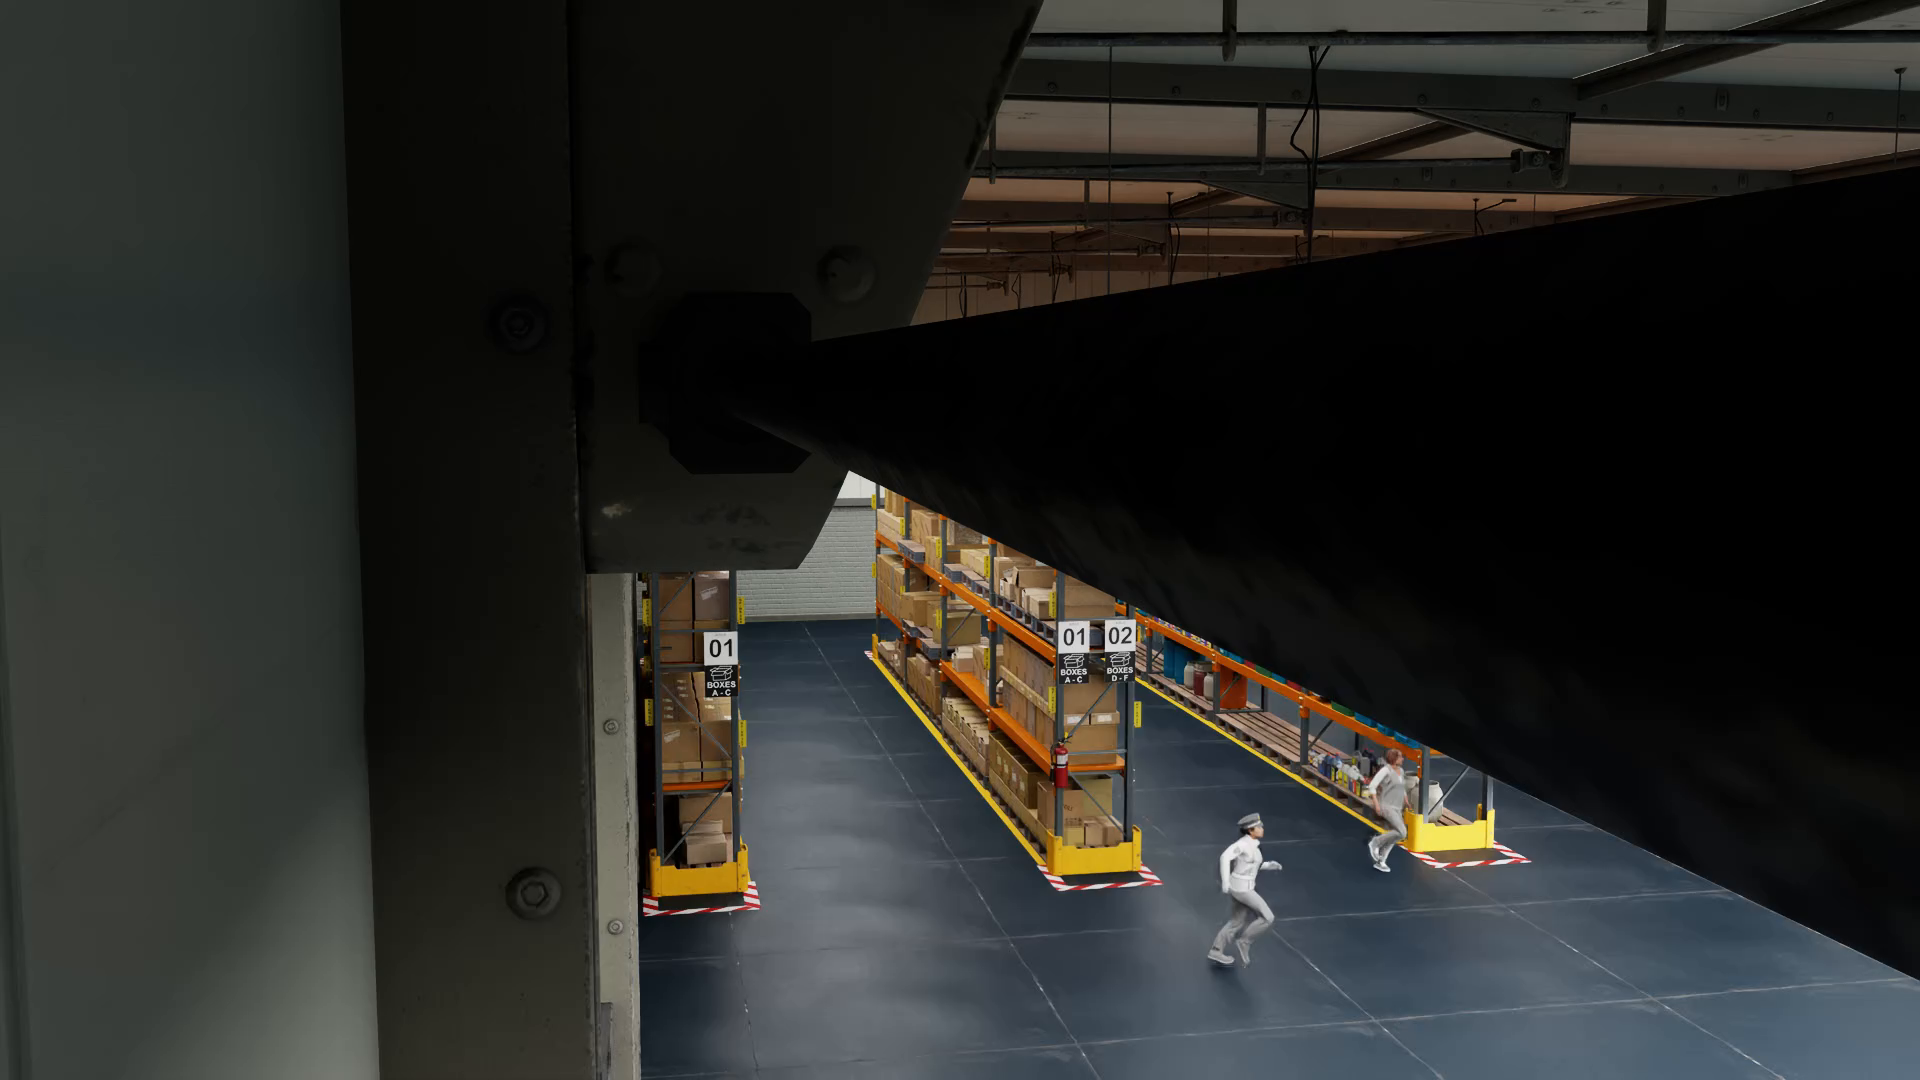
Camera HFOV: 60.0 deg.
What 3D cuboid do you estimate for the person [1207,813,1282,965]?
[{"bbox_3d":[3.009,3.692,17.550,0.749,1.631,0.643,2,6,15],"label":"person"}]

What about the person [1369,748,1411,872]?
[{"bbox_3d":[5.506,3.412,21.065,0.568,1.524,0.475,-5,8,-43],"label":"person"}]
